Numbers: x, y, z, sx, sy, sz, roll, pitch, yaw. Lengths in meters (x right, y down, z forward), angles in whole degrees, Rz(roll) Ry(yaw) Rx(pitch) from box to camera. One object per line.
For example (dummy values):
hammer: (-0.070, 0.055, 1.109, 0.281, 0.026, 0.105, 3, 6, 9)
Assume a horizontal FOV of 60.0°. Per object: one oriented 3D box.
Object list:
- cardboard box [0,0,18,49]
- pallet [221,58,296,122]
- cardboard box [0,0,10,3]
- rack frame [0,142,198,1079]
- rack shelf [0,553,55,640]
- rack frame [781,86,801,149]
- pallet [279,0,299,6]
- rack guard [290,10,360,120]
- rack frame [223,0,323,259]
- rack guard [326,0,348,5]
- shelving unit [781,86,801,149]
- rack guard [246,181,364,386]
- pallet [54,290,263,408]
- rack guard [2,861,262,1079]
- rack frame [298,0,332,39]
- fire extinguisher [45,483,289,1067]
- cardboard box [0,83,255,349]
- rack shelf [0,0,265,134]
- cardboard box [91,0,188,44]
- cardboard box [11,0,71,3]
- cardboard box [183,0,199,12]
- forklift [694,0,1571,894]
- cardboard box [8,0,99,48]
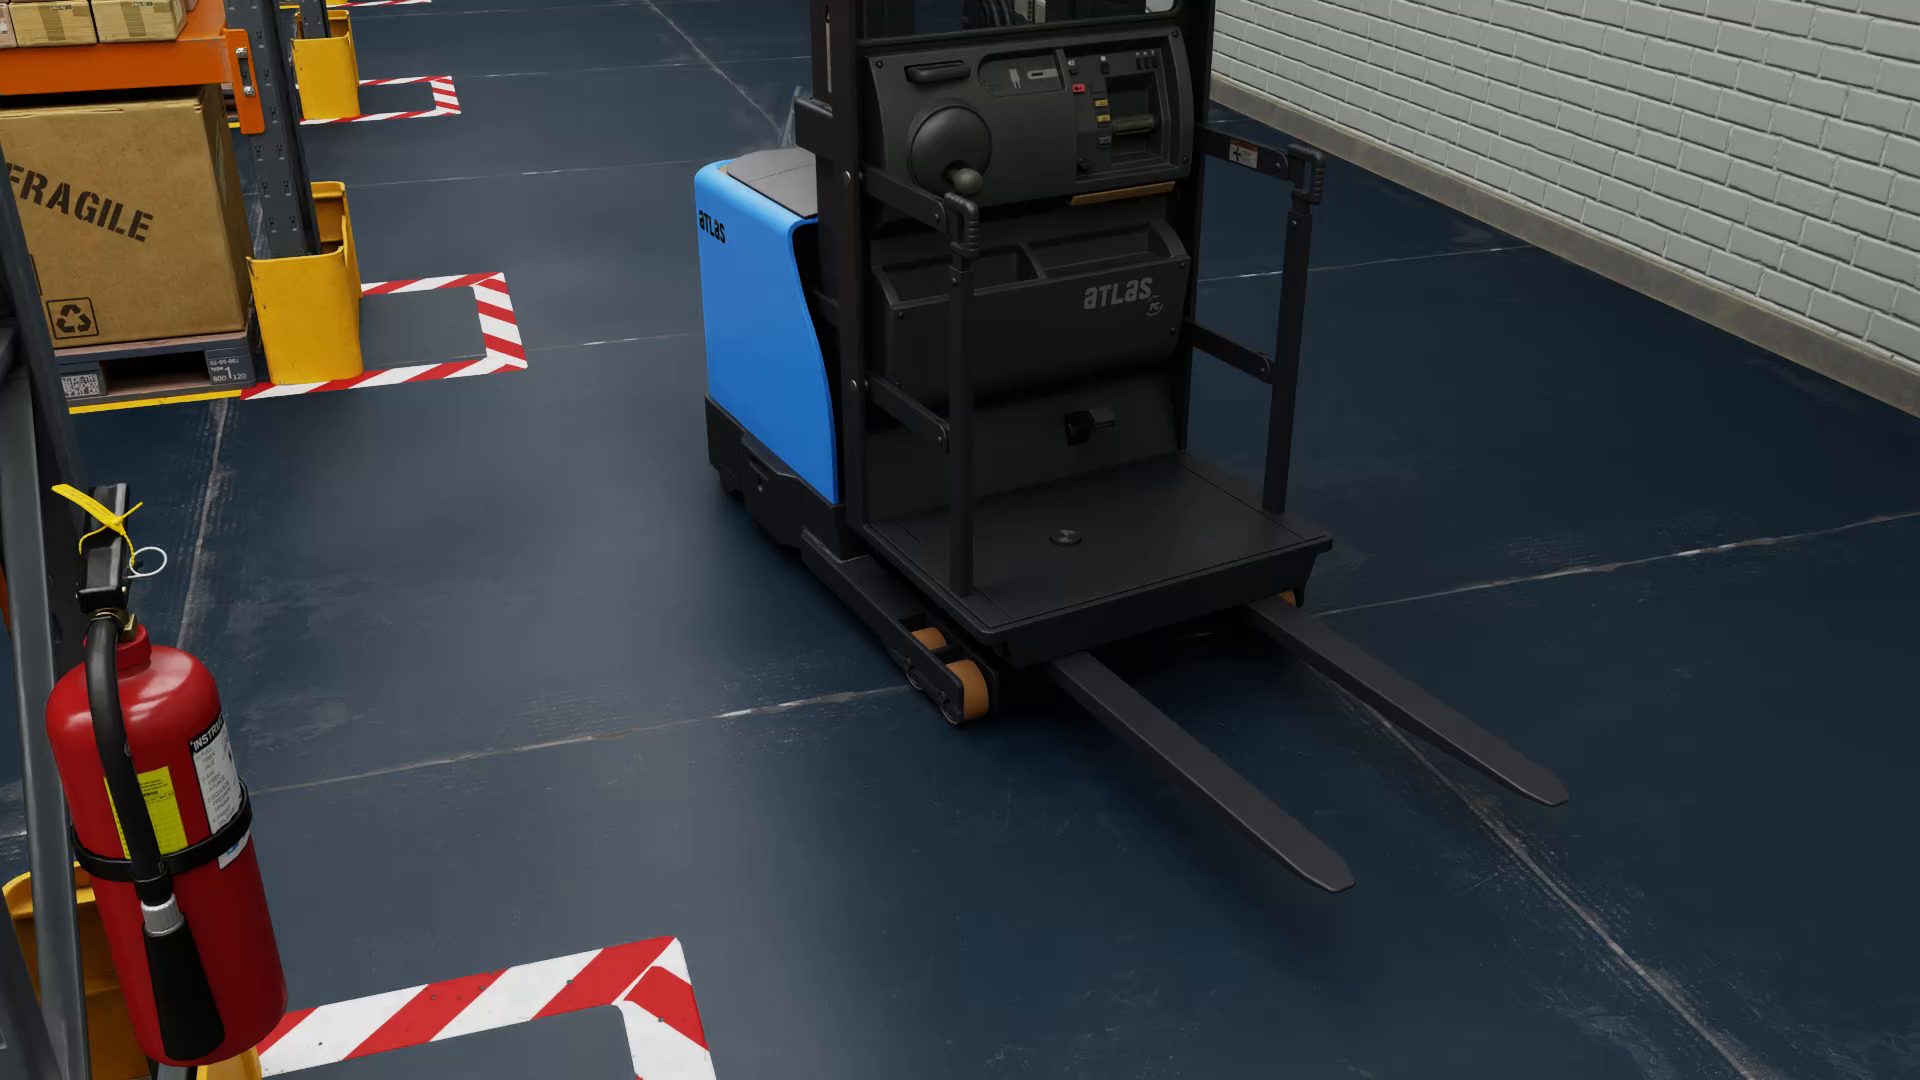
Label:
cardboard box: (-3.437, -1.830, 5.846, 0.250, 0.149, 0.380, -8, 28, -16)
pallet: (-5.043, -2.950, 10.955, 1.213, 0.211, 1.003, -8, 28, -16)
cardboard box: (-3.574, -2.020, 5.779, 0.500, 0.250, 0.500, -9, 28, -17)
rack frame: (-1.274, -0.092, 2.063, 0.053, 2.616, 0.949, -8, 28, -16)
rack shelf: (-3.175, 0.507, 1.665, 4.000, 0.370, 1.077, -8, 28, -16)
rack frame: (-0.629, -0.979, 5.816, 0.240, 1.200, 0.006, 19, 7, 32)
pallet: (-6.607, -5.021, 15.127, 1.213, 0.211, 1.003, -8, 28, -16)
rack guard: (-4.228, -3.185, 11.104, 0.348, 0.500, 1.175, -8, 28, -16)
rack frame: (-2.713, -2.202, 6.312, 0.127, 3.000, 1.000, -8, 28, -16)
rack guard: (-5.849, -5.261, 15.285, 0.348, 0.500, 1.175, -8, 28, -16)
shelving unit: (-0.579, -0.975, 5.893, 0.258, 1.200, 0.189, 19, 7, 32)
rack guard: (-2.690, -1.086, 6.875, 0.348, 0.500, 1.175, -8, 28, -16)
pallet: (-3.449, -0.810, 6.644, 1.213, 0.211, 1.003, -8, 28, -16)
rack guard: (-1.345, 1.039, 2.595, 0.348, 0.500, 1.175, -8, 28, -16)
rack frame: (-4.247, -4.296, 10.530, 0.127, 3.000, 1.000, -8, 28, -16)
fire extinguisher: (-0.891, 0.271, 1.837, 0.183, 0.674, 0.296, -8, 28, -16)
cardboard box: (-3.297, -1.316, 6.446, 0.875, 0.875, 0.875, -8, 28, -16)
rack shelf: (-4.615, -1.604, 5.917, 4.000, 0.370, 1.077, -8, 28, -16)
cardboard box: (-2.950, -1.901, 5.989, 0.250, 0.149, 0.380, -8, 27, -15)
cardboard box: (-3.092, -2.089, 5.919, 0.500, 0.250, 0.500, -9, 28, -17)
cardboard box: (-3.153, -2.180, 6.551, 0.250, 0.149, 0.380, -8, 27, -16)
forklift: (0.305, -1.068, 4.106, 1.130, 2.935, 3.031, -14, 30, -26)
cardboard box: (-3.196, -1.865, 5.915, 0.250, 0.149, 0.380, -8, 27, -16)
